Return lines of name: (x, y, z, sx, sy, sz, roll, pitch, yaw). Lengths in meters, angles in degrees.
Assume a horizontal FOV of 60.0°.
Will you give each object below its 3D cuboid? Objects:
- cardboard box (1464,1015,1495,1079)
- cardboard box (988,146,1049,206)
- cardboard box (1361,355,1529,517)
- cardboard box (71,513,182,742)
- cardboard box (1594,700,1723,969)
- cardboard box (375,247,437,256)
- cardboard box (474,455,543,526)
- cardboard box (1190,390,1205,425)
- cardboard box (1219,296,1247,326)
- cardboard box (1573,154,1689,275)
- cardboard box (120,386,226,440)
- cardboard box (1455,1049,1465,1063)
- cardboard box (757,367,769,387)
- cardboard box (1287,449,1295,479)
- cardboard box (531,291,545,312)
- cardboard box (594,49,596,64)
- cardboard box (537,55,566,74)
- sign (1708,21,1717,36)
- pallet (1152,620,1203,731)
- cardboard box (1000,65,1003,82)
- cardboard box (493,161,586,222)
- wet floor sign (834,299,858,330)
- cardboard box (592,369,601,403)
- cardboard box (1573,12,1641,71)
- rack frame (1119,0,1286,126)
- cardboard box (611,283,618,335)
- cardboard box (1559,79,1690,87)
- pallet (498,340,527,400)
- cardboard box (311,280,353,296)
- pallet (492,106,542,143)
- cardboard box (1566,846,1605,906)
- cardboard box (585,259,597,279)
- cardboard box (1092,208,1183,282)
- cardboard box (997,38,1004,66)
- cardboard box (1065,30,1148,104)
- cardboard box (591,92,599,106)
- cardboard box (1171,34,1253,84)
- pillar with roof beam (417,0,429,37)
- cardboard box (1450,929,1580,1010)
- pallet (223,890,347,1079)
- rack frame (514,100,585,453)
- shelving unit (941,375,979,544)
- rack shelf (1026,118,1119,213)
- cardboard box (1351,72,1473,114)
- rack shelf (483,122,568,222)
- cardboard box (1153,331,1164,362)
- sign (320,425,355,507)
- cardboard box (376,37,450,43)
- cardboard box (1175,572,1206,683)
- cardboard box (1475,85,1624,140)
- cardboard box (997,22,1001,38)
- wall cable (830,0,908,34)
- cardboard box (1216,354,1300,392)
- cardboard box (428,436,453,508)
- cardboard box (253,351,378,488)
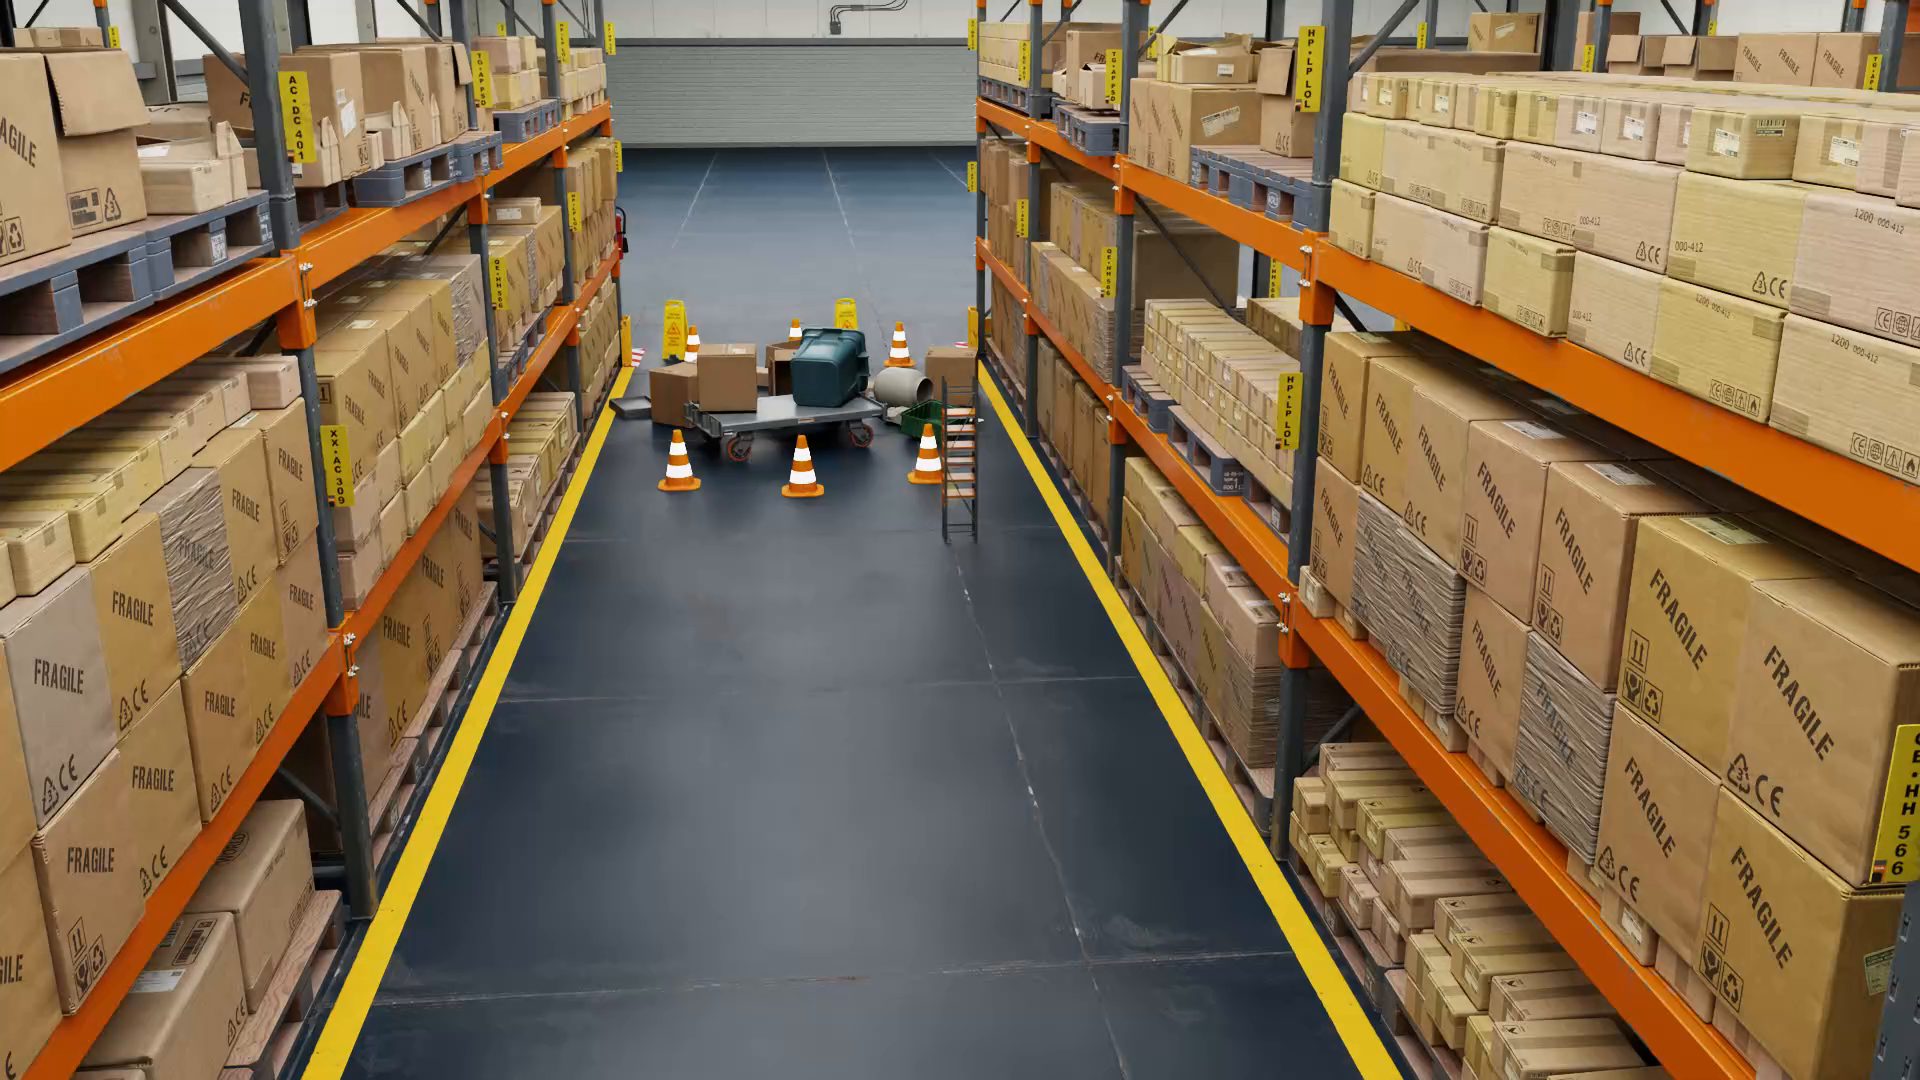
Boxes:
cardboard box: (1.870, 1.673, 5.403, 0.380, 0.149, 0.250, -1, 17, -3)
cardboard box: (0.758, -3.721, 16.968, 0.875, 0.550, 0.550, -2, 18, -6)
cardboard box: (1.798, -0.373, 6.026, 0.500, 0.500, 0.500, -2, 18, -7)
cardboard box: (-2.515, 0.240, 4.569, 0.500, 0.500, 0.500, -2, 18, -5)
cardboard box: (1.988, 0.720, 4.213, 0.500, 0.500, 0.500, -2, 18, -7)
cardboard box: (-3.788, -1.682, 11.162, 0.500, 0.500, 0.500, -2, 18, -7)
cardboard box: (-3.533, -0.346, 11.958, 0.950, 0.372, 0.625, -2, 18, -7)
cardboard box: (1.497, -0.740, 9.246, 0.380, 0.149, 0.250, -2, 17, -5)
cardboard box: (1.735, -1.384, 11.412, 0.500, 0.500, 0.500, -2, 17, -5)
cardboard box: (1.933, -0.844, 4.264, 0.500, 0.250, 0.500, -2, 17, -5)
cardboard box: (-2.704, -0.416, 5.574, 0.380, 0.149, 0.250, -2, 18, -6)
cardboard box: (1.921, 1.737, 5.696, 0.380, 0.149, 0.250, -1, 17, -4)
cardboard box: (-2.081, -1.707, 17.366, 0.380, 0.149, 0.250, 8, 19, 23)
cardboard box: (1.688, -0.338, 7.466, 0.380, 0.149, 0.250, -1, 17, -4)
cardboard box: (-3.394, -1.835, 12.731, 0.380, 0.149, 0.250, -2, 18, -6)
cardboard box: (-3.909, -4.917, 16.911, 0.380, 0.149, 0.250, -1, 17, -5)
cardboard box: (-3.521, -3.999, 13.987, 0.380, 0.149, 0.250, -2, 18, -7)
sign: (6.596, -4.393, 14.634, 0.100, 0.325, 0.005, -2, 18, -6)
pallet: (1.715, 0.731, 9.495, 1.003, 0.211, 1.213, -2, 18, -6)
cardboard box: (0.586, -4.499, 16.043, 0.380, 0.149, 0.250, -2, 18, -6)
cardboard box: (-3.643, -3.008, 14.417, 0.700, 0.500, 0.500, -2, 18, -6)
wet floor sign: (-1.285, -2.402, 18.751, 0.267, 0.644, 0.232, -5, 18, -15)
cardboard box: (-3.672, -1.435, 15.628, 0.500, 0.250, 0.500, -1, 17, -3)
cardboard box: (5.744, -4.495, 14.980, 0.500, 0.500, 0.500, -2, 18, -7)
rack frame: (1.513, -4.057, 10.075, 1.000, 3.000, 0.127, -2, 18, -6)
cardboard box: (-3.884, -2.411, 17.485, 0.500, 0.500, 0.500, -2, 18, -5)
cardboard box: (2.244, -1.474, 5.608, 0.380, 0.149, 0.250, -1, 17, -4)
pallet: (-3.580, -1.129, 11.086, 1.213, 0.211, 1.003, -2, 18, -6)
cardboard box: (-3.494, -1.080, 8.772, 0.500, 0.500, 0.500, -1, 17, -4)
pallet: (-3.745, -3.049, 12.186, 1.213, 0.211, 1.003, -2, 18, -6)
cardboard box: (1.947, 0.916, 4.670, 0.380, 0.149, 0.250, -3, 18, -8)
cardboard box: (-3.649, -2.569, 15.770, 0.380, 0.149, 0.250, -2, 18, -5)
cardboard box: (1.368, -2.157, 12.203, 0.700, 0.500, 0.500, -2, 18, -6)
cardboard box: (0.639, -4.725, 16.097, 0.500, 0.250, 0.500, -2, 18, -6)
cardboard box: (1.055, -3.431, 12.054, 0.500, 0.500, 0.500, -2, 18, -6)
cardboard box: (-3.859, -4.455, 16.772, 0.380, 0.149, 0.250, -1, 17, -4)
cardboard box: (1.399, -2.681, 9.257, 0.396, 0.266, 0.258, -2, 18, -6)
pillar with roof beam: (-8.180, -13.151, 39.043, 9.100, 9.000, 0.400, -2, 18, -6)
cardboard box: (1.891, 1.449, 5.620, 0.380, 0.149, 0.250, -2, 18, -5)
pallet: (-2.987, 1.740, 6.283, 1.003, 0.211, 1.213, -2, 18, -6)
rack frame: (-3.813, -2.203, 14.187, 1.000, 3.000, 0.127, -2, 18, -6)
shelving unit: (-0.002, -0.577, 12.011, 0.258, 1.200, 0.189, -2, 18, -6)
rack shelf: (1.306, -2.878, 12.530, 1.077, 0.370, 4.000, -2, 18, -6)
cardboard box: (1.714, -1.697, 6.317, 0.380, 0.149, 0.250, -2, 18, -7)
rack shelf: (-3.607, -2.695, 11.947, 1.077, 0.370, 4.000, -2, 18, -6)
cardboard box: (1.393, -1.186, 10.168, 0.380, 0.149, 0.250, -1, 17, -3)
sign: (-2.436, -0.288, 6.510, 0.100, 0.325, 0.005, -2, 18, -6)
cardboard box: (-4.090, -3.667, 12.556, 0.500, 0.250, 0.500, -2, 18, -7)
cardboard box: (1.497, 0.471, 9.141, 0.500, 0.500, 0.500, -2, 18, -7)
cardboard box: (1.802, -1.304, 5.065, 0.380, 0.149, 0.250, -1, 17, -3)
cardboard box: (0.562, -4.953, 16.160, 0.380, 0.149, 0.250, -2, 17, -5)
wall cable: (-2.625, -17.635, 47.649, 2.305, 6.003, 0.169, -2, 18, -6)
cardboard box: (1.556, -0.869, 8.662, 0.380, 0.149, 0.250, -3, 18, -8)
cardboard box: (-2.905, -0.344, 8.515, 0.500, 0.250, 0.500, -2, 18, -7)
cardboard box: (-2.747, -0.484, 6.876, 0.500, 0.500, 0.500, -2, 17, -5)
